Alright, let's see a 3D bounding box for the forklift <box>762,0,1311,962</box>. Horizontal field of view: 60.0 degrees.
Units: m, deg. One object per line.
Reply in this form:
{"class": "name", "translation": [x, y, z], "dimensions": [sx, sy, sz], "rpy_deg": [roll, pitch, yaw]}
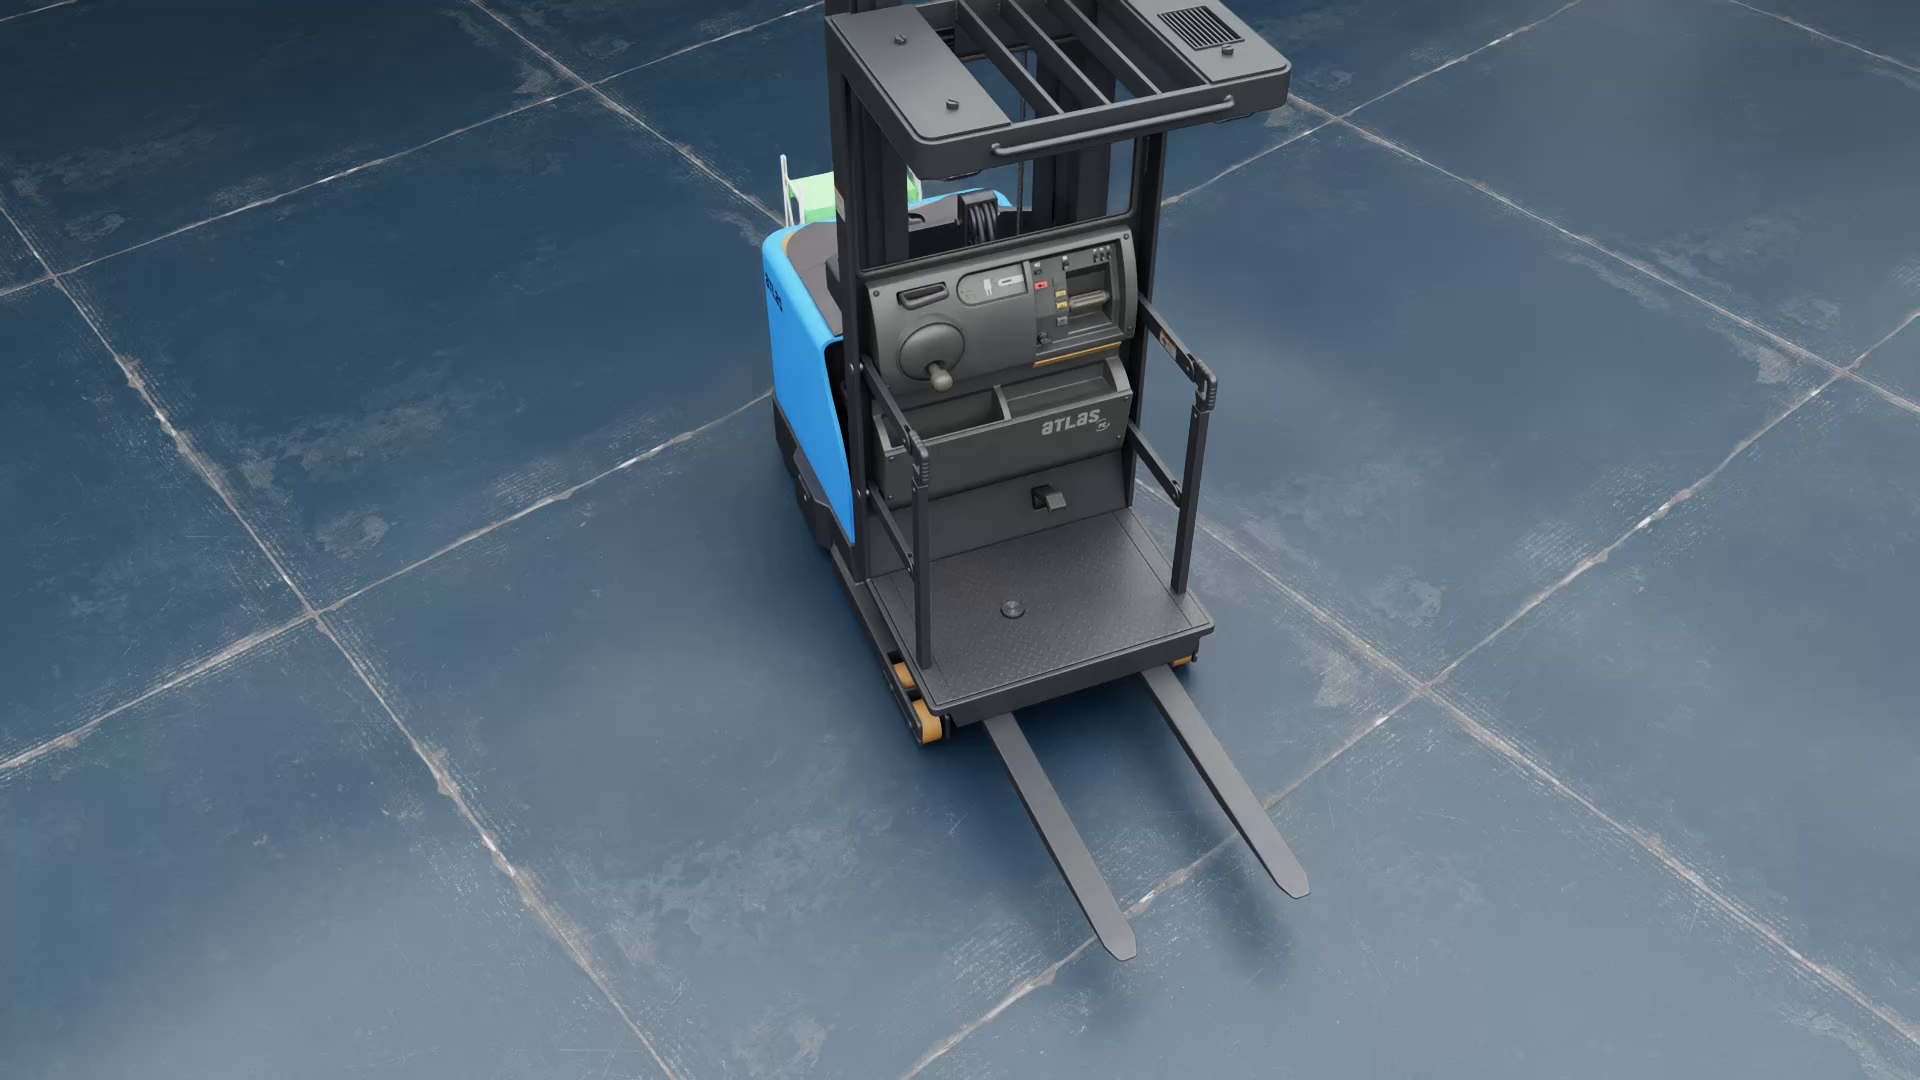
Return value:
{"class": "forklift", "translation": [0.233, -0.670, 5.322], "dimensions": [1.130, 2.935, 3.031], "rpy_deg": [-15, 45, -16]}

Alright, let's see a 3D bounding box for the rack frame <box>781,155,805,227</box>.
{"class": "rack frame", "translation": [-0.664, -1.020, 6.959], "dimensions": [0.015, 1.200, 0.240], "rpy_deg": [-15, 45, -16]}

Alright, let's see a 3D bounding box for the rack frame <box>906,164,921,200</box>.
{"class": "rack frame", "translation": [-0.211, -1.144, 7.092], "dimensions": [0.015, 1.200, 0.240], "rpy_deg": [-15, 45, -16]}

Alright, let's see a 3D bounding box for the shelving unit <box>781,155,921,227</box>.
{"class": "shelving unit", "translation": [-0.437, -1.082, 7.026], "dimensions": [0.503, 1.200, 0.258], "rpy_deg": [-15, 45, -16]}

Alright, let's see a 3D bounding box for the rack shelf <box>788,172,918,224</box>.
{"class": "rack shelf", "translation": [-0.437, -1.385, 6.741], "dimensions": [0.480, 0.148, 0.258], "rpy_deg": [-15, 45, -16]}
